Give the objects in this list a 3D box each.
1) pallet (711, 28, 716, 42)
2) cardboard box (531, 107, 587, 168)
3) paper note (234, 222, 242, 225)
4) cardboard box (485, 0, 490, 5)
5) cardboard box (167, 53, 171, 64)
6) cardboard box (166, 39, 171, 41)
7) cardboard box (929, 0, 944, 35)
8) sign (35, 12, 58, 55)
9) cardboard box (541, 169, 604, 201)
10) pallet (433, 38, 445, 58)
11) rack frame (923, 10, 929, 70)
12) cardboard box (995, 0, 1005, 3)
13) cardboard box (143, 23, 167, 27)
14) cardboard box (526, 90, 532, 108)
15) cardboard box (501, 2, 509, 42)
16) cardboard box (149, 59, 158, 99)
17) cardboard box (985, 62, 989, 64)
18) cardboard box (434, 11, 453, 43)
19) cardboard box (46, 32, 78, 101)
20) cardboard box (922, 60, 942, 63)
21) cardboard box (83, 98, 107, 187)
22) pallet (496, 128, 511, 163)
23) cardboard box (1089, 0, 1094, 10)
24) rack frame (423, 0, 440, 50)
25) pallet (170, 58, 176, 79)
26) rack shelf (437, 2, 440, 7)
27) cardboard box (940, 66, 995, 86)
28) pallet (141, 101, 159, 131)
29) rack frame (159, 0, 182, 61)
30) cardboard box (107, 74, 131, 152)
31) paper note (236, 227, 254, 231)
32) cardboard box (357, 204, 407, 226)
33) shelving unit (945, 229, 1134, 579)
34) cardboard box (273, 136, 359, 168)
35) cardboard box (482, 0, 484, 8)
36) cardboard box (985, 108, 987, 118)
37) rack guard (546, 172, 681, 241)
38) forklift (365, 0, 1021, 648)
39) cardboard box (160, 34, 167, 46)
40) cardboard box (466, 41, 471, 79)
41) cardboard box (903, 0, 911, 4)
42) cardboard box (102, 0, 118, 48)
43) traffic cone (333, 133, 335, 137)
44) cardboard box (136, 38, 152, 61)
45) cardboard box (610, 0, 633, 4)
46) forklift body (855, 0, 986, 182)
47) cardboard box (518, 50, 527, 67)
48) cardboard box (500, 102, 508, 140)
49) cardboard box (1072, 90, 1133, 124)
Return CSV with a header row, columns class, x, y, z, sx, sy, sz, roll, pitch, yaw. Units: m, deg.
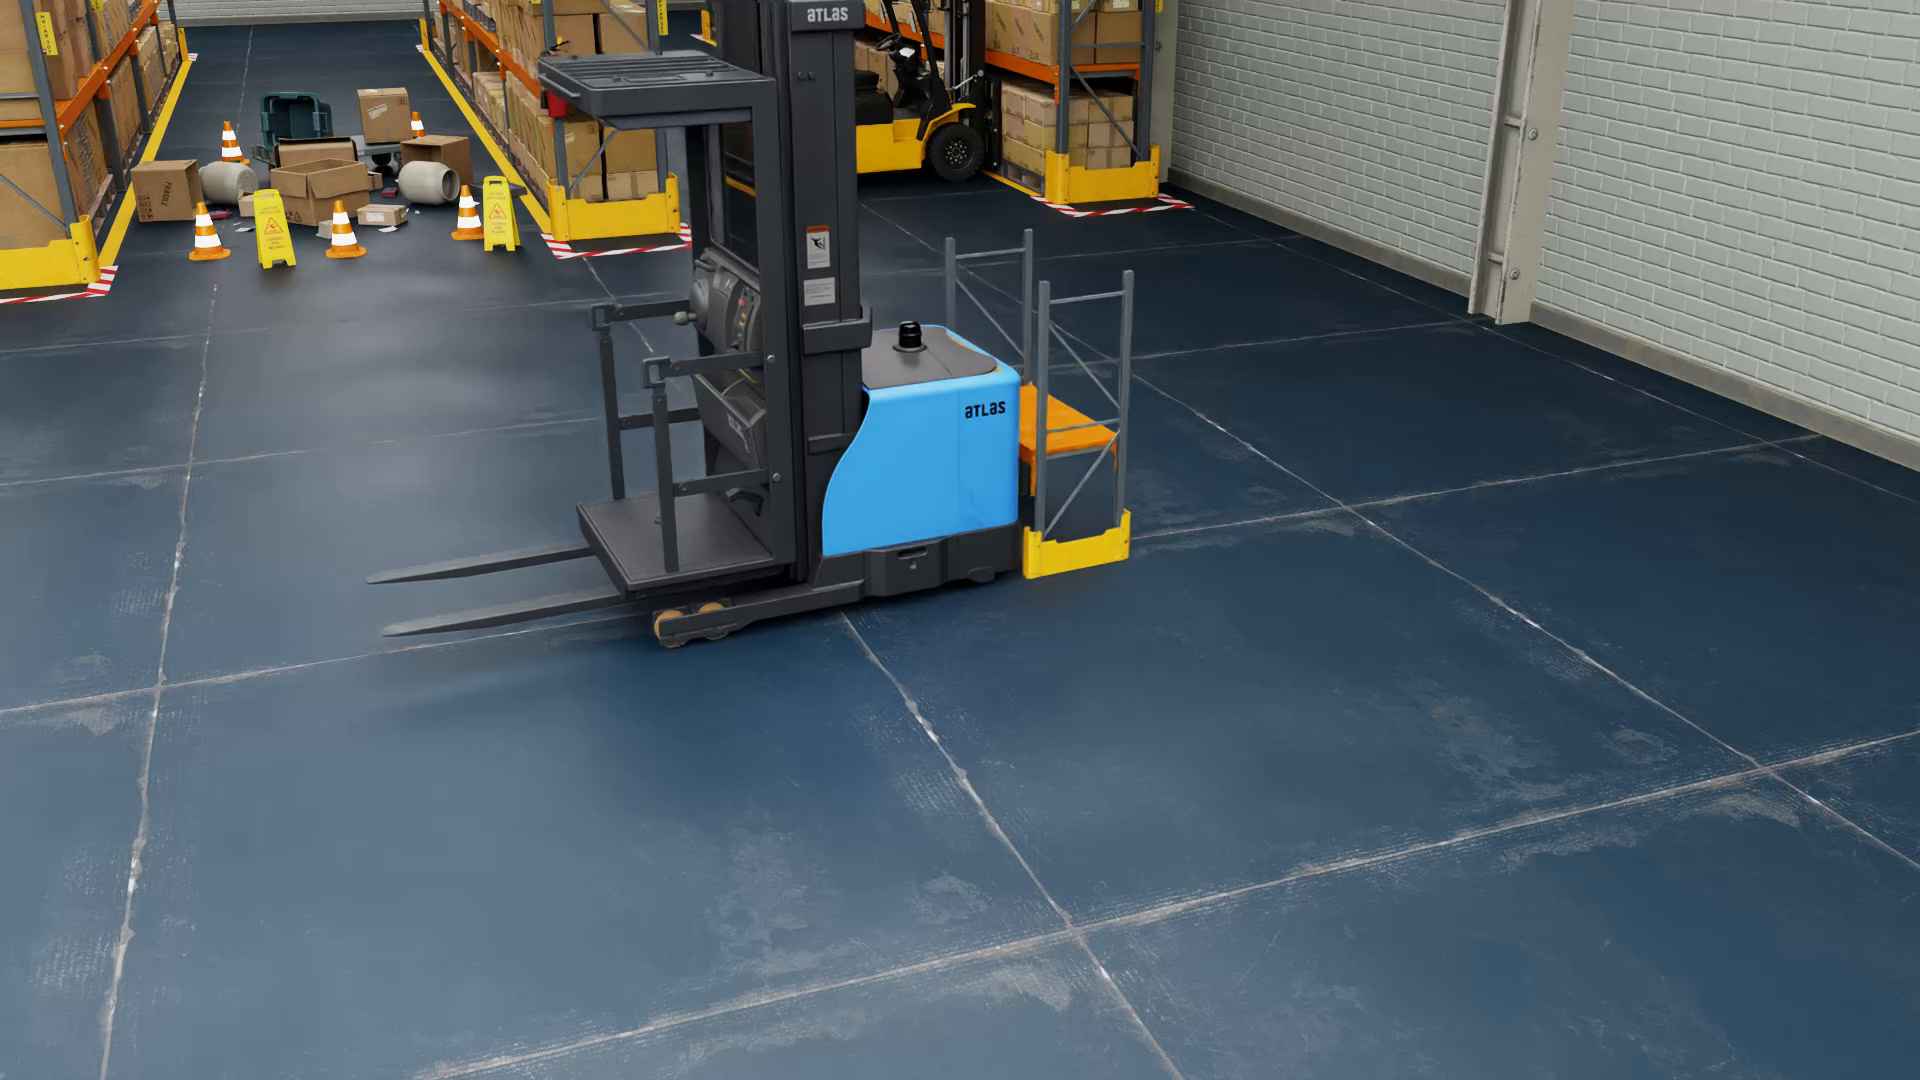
class,x,y,z,sx,sy,sz,roll,pitch,yaw
pallet,-3.890,-9.125,30.130,1.003,0.211,1.213,-8,24,-19
cardboard box,-3.904,-3.948,16.290,0.500,0.500,0.500,-7,24,-17
paper note,-6.920,-3.029,15.925,0.032,0.001,0.123,4,23,9
cardboard box,-5.157,-6.378,18.968,0.500,0.500,0.500,-8,24,-19
cardboard box,-12.349,-7.398,25.571,0.380,0.149,0.250,-9,24,-20
cardboard box,-12.530,-7.723,25.958,0.380,0.149,0.250,-7,24,-16
cardboard box,-0.048,-6.217,19.509,0.500,0.500,0.500,-9,24,-20
sign,-7.264,-4.025,13.222,0.100,0.325,0.005,-8,24,-19
cardboard box,-3.735,-3.424,16.011,0.500,0.250,0.500,-8,24,-19
pallet,-8.486,-8.481,28.599,1.003,0.211,1.213,-8,24,-19
rack frame,0.040,-6.368,19.995,1.000,3.000,0.127,-8,24,-19
cardboard box,0.592,-5.809,17.707,0.380,0.149,0.250,-8,24,-19
cardboard box,-12.978,-8.227,26.770,0.380,0.149,0.250,-8,24,-18
cardboard box,-4.087,-4.370,16.455,0.380,0.149,0.250,-7,24,-17
cardboard box,-4.509,-5.491,17.404,0.500,0.500,0.500,-8,24,-19
cardboard box,-10.989,-6.124,22.096,0.500,0.500,0.500,-9,24,-20
cardboard box,0.394,-5.602,19.892,0.500,0.250,0.500,-8,24,-18
cardboard box,-8.515,-8.832,28.601,0.875,0.438,0.875,-9,25,-21
cardboard box,-8.253,-4.131,14.496,0.875,0.550,0.550,-8,24,-19
cardboard box,-0.155,-5.655,20.821,0.875,0.625,0.625,-7,24,-17
cardboard box,-9.041,-3.946,16.444,0.875,0.875,0.875,-8,24,-18
pallet,-4.879,-4.683,19.589,1.003,0.211,1.213,-8,24,-19
cardboard box,1.429,-5.499,16.971,0.380,0.149,0.250,-8,24,-19
rack frame,-8.842,-10.045,28.721,1.000,3.000,0.127,-8,24,-19
pallet,-12.729,-7.274,25.737,1.003,0.211,1.213,-8,24,-19
rack shelf,-8.135,-8.987,27.137,1.077,0.370,4.000,-8,24,-19
cardboard box,0.088,-5.349,19.290,0.500,0.250,0.500,-8,24,-19
pallet,-10.886,-5.422,21.342,1.003,0.211,1.213,-8,24,-19
rack frame,-13.437,-9.329,27.023,1.000,3.000,0.127,-8,24,-19
cardboard box,-9.839,-4.690,18.372,1.050,0.750,0.750,-8,24,-19
paper note,-6.736,-2.934,15.675,0.144,0.017,0.142,0,23,-1
cardboard box,-5.542,-3.117,15.954,0.380,0.149,0.250,4,23,9
shelving unit,0.373,-0.734,8.561,0.587,1.500,1.083,-11,25,-24
cardboard box,-6.517,-3.773,16.880,0.797,0.637,0.503,-8,24,-19
cardboard box,-5.549,-6.479,20.042,0.380,0.149,0.250,-8,24,-17
cardboard box,0.446,-4.756,18.527,0.500,0.250,0.500,-8,24,-19
rack guard,-3.217,-3.107,15.479,1.175,0.500,0.348,-8,24,-19
forklift,-1.260,-1.093,7.570,3.031,2.935,1.130,-10,25,-22
cardboard box,-12.256,-7.572,25.218,0.380,0.149,0.250,-8,24,-18
cardboard box,-6.493,-6.940,23.549,0.875,0.875,0.875,-8,24,-18
cardboard box,-0.373,-6.672,20.268,0.500,0.250,0.500,-9,24,-20
cardboard box,-9.485,-5.609,18.066,0.500,0.500,0.500,-8,24,-19
traffic cone,-7.389,-4.743,19.407,0.336,0.463,0.334,-8,24,-19
cardboard box,-10.970,-6.459,21.926,0.500,0.250,0.500,-8,24,-19
cardboard box,-3.465,-4.998,16.234,0.500,0.500,0.500,-9,24,-20
forklift body,-0.924,-4.962,17.753,2.313,2.155,1.214,-8,24,-19
cardboard box,-4.233,-4.857,16.735,0.380,0.149,0.250,-8,24,-19
cardboard box,-4.790,-4.858,19.257,0.950,0.372,0.625,-8,24,-18
cardboard box,1.460,-4.502,17.281,0.500,0.250,0.500,-9,24,-20
